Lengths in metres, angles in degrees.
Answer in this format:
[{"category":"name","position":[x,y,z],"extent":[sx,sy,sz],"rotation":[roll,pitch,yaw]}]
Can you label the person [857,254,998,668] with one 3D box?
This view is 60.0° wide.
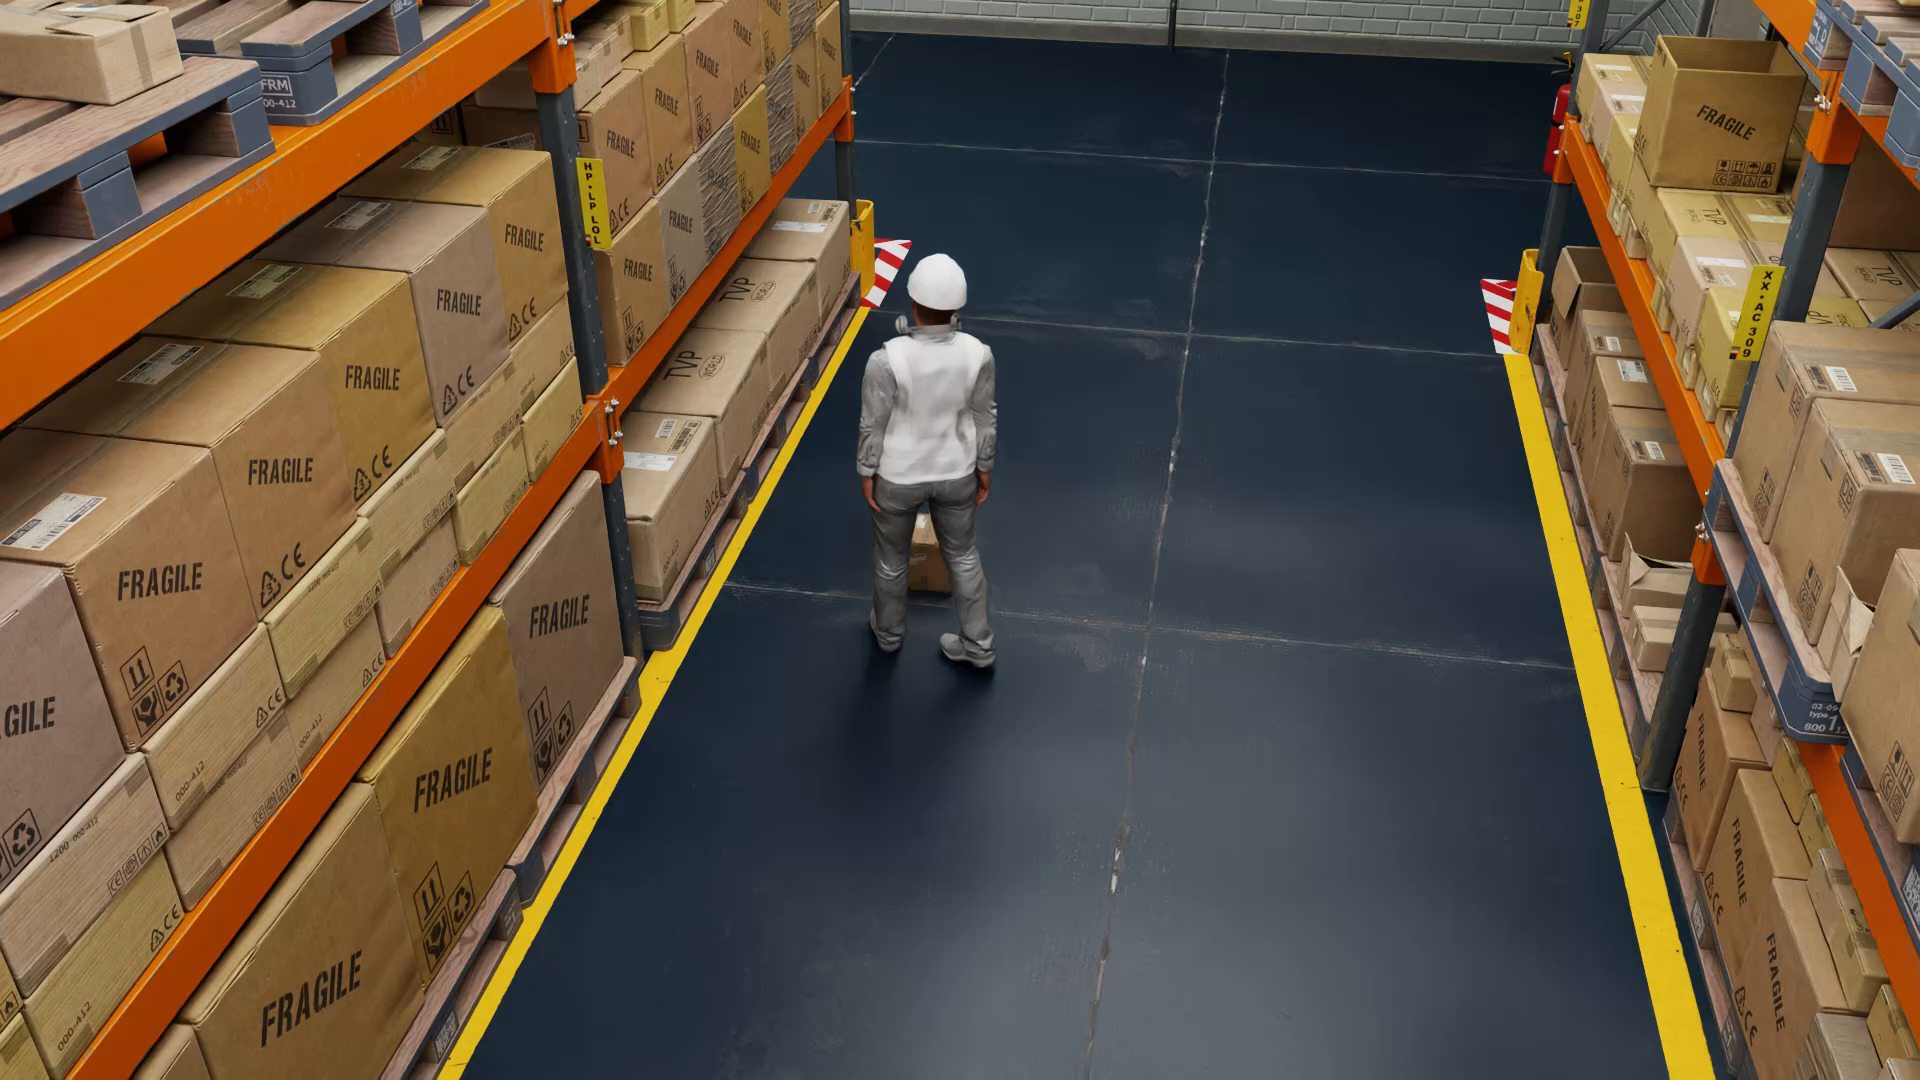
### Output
[{"category":"person","position":[-0.145,-0.300,6.578],"extent":[0.554,1.772,0.589],"rotation":[-10,33,-15]}]
